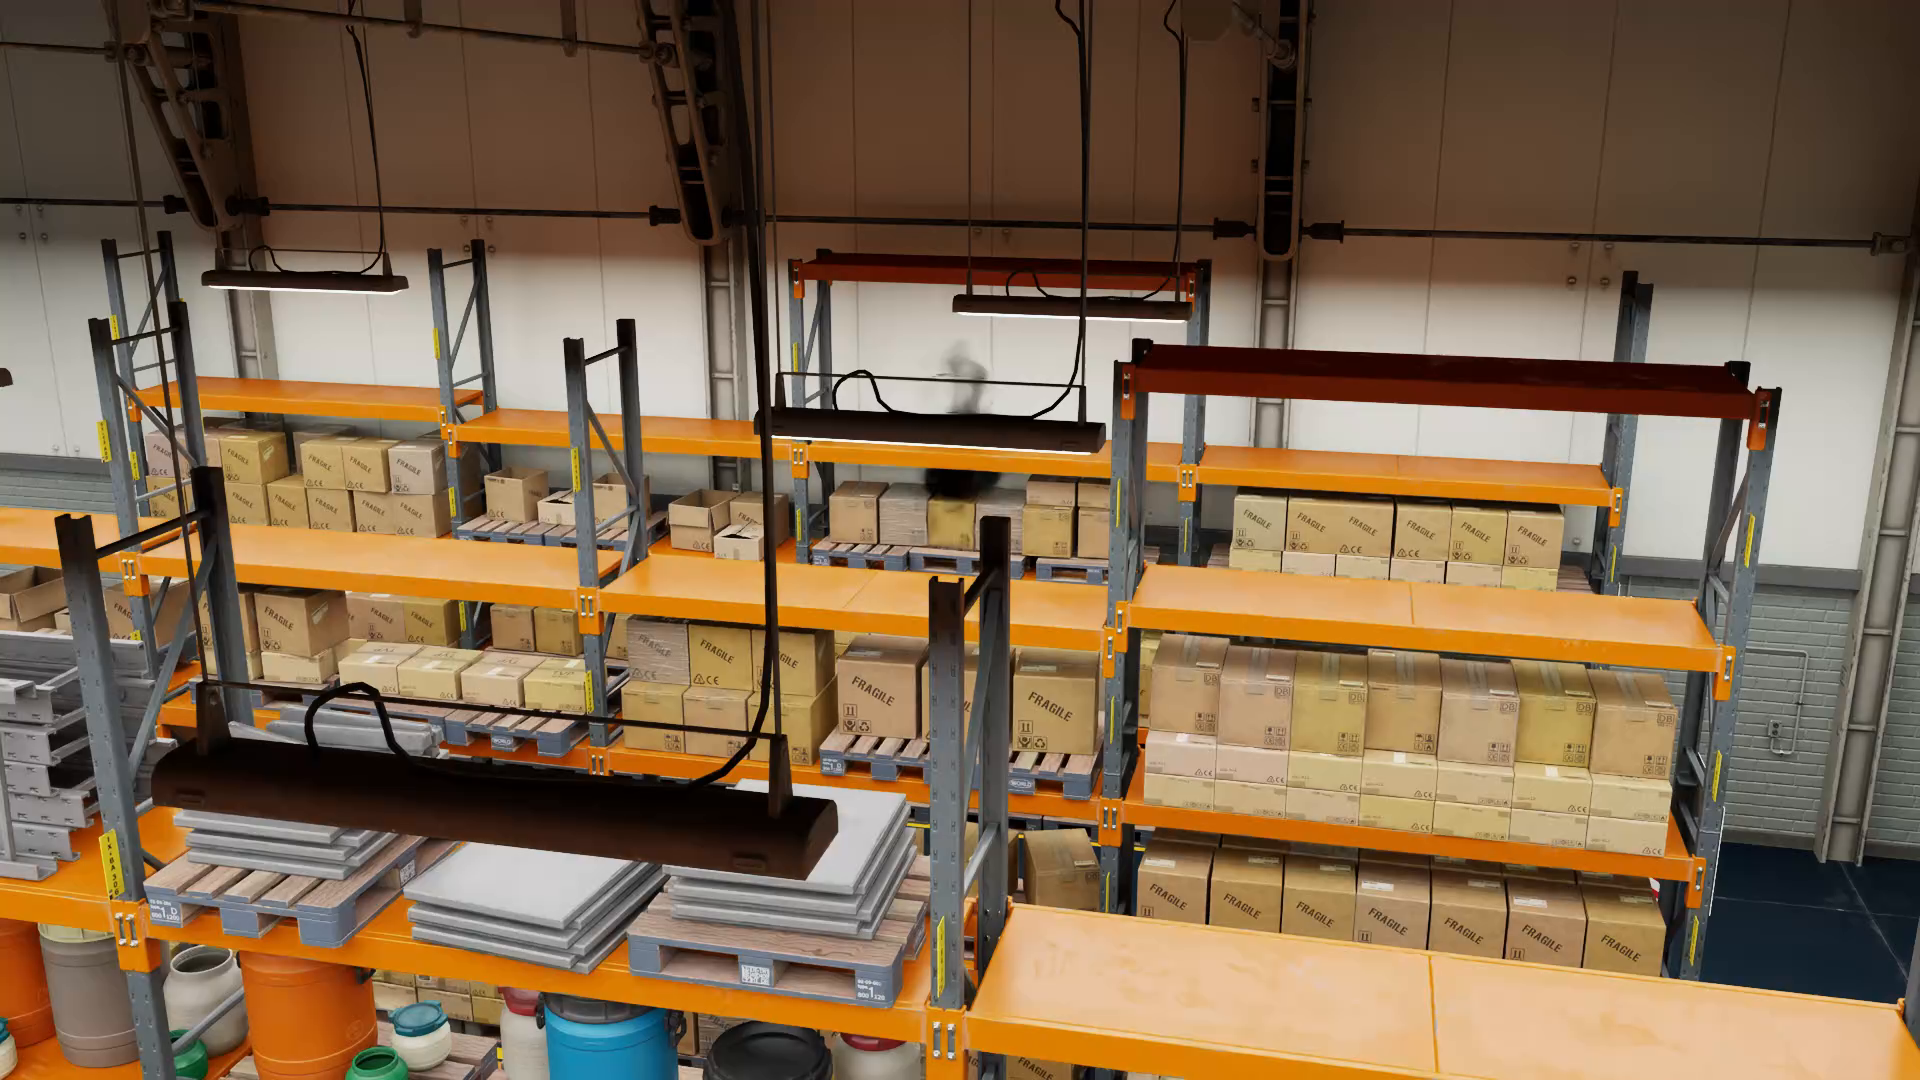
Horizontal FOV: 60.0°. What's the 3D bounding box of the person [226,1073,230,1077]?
[{"bbox_3d":[-5.218,4.088,11.226,0.968,1.745,0.710,4,17,12],"label":"person"}]
